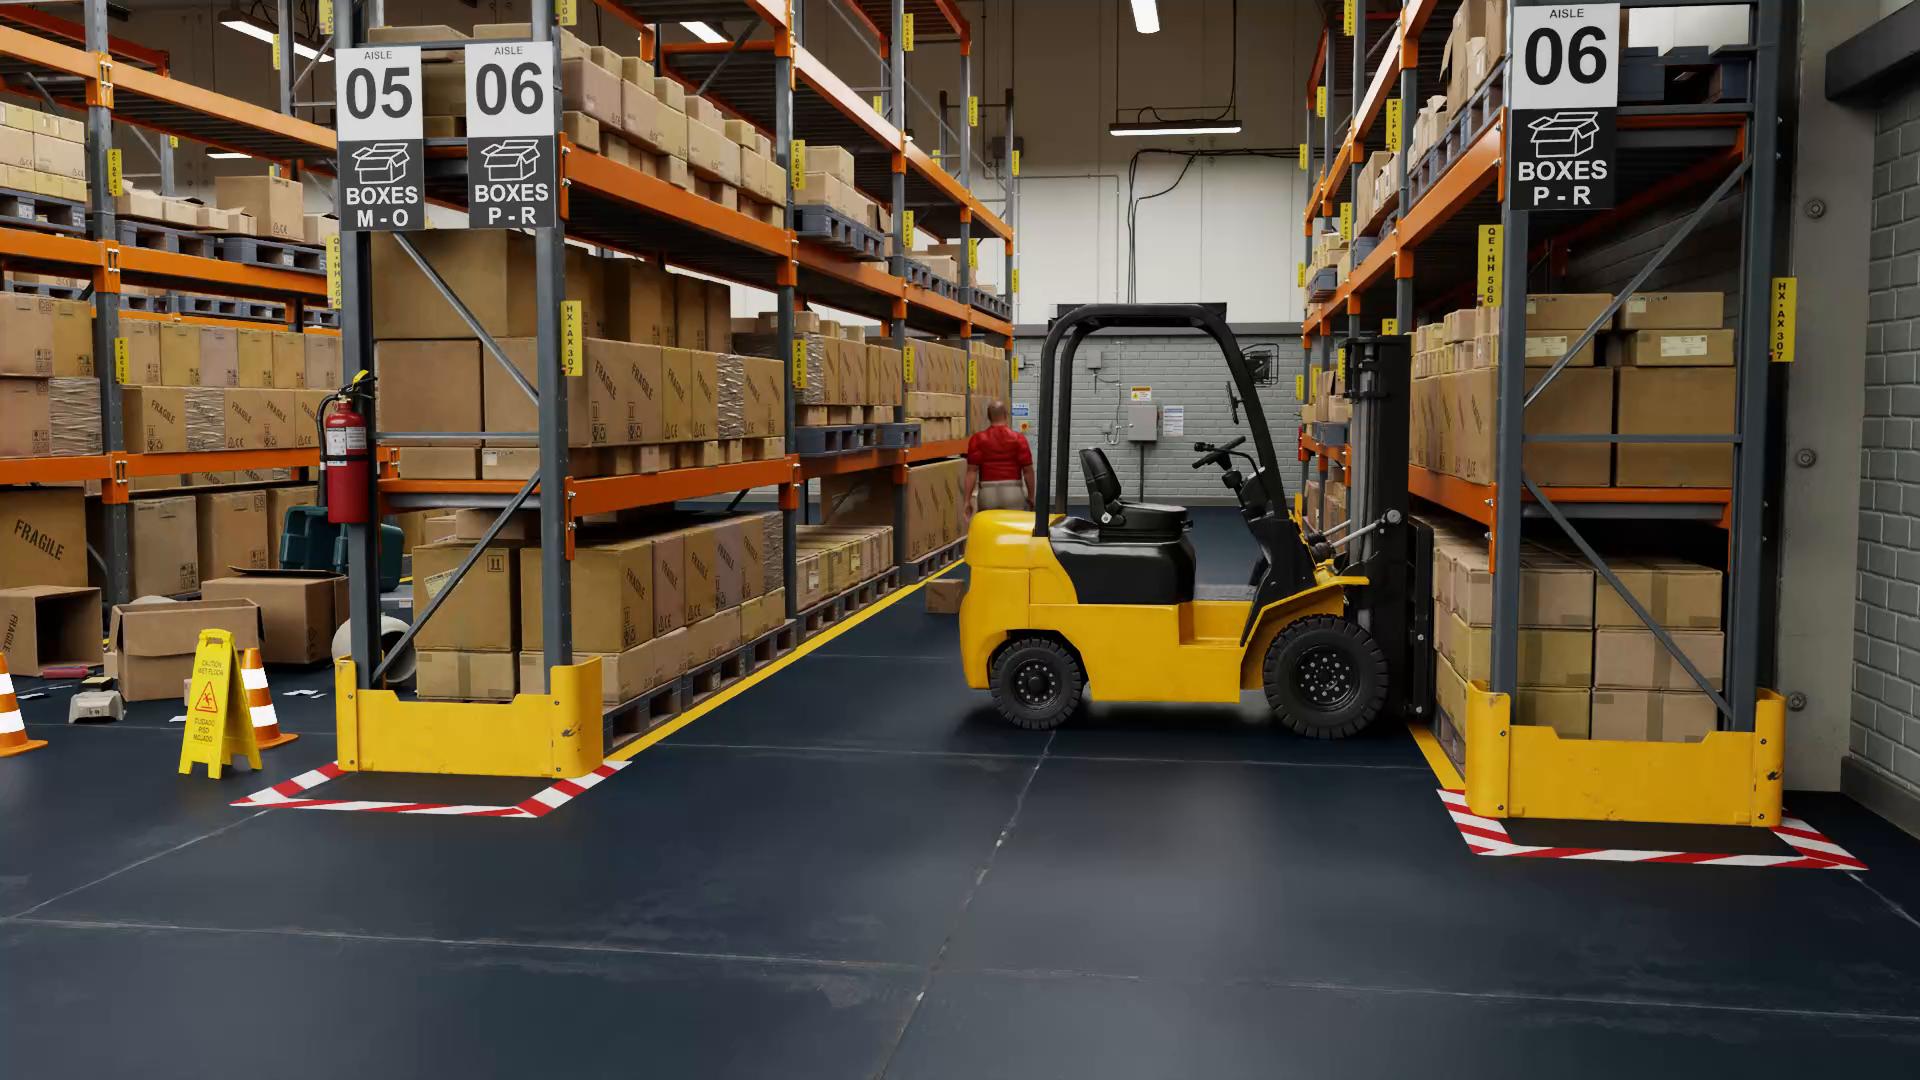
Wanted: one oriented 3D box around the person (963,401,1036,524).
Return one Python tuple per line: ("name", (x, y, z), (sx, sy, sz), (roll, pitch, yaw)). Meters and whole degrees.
("person", (0.363, -0.353, 14.169), (0.574, 1.660, 1.022), (1, 5, 13))
